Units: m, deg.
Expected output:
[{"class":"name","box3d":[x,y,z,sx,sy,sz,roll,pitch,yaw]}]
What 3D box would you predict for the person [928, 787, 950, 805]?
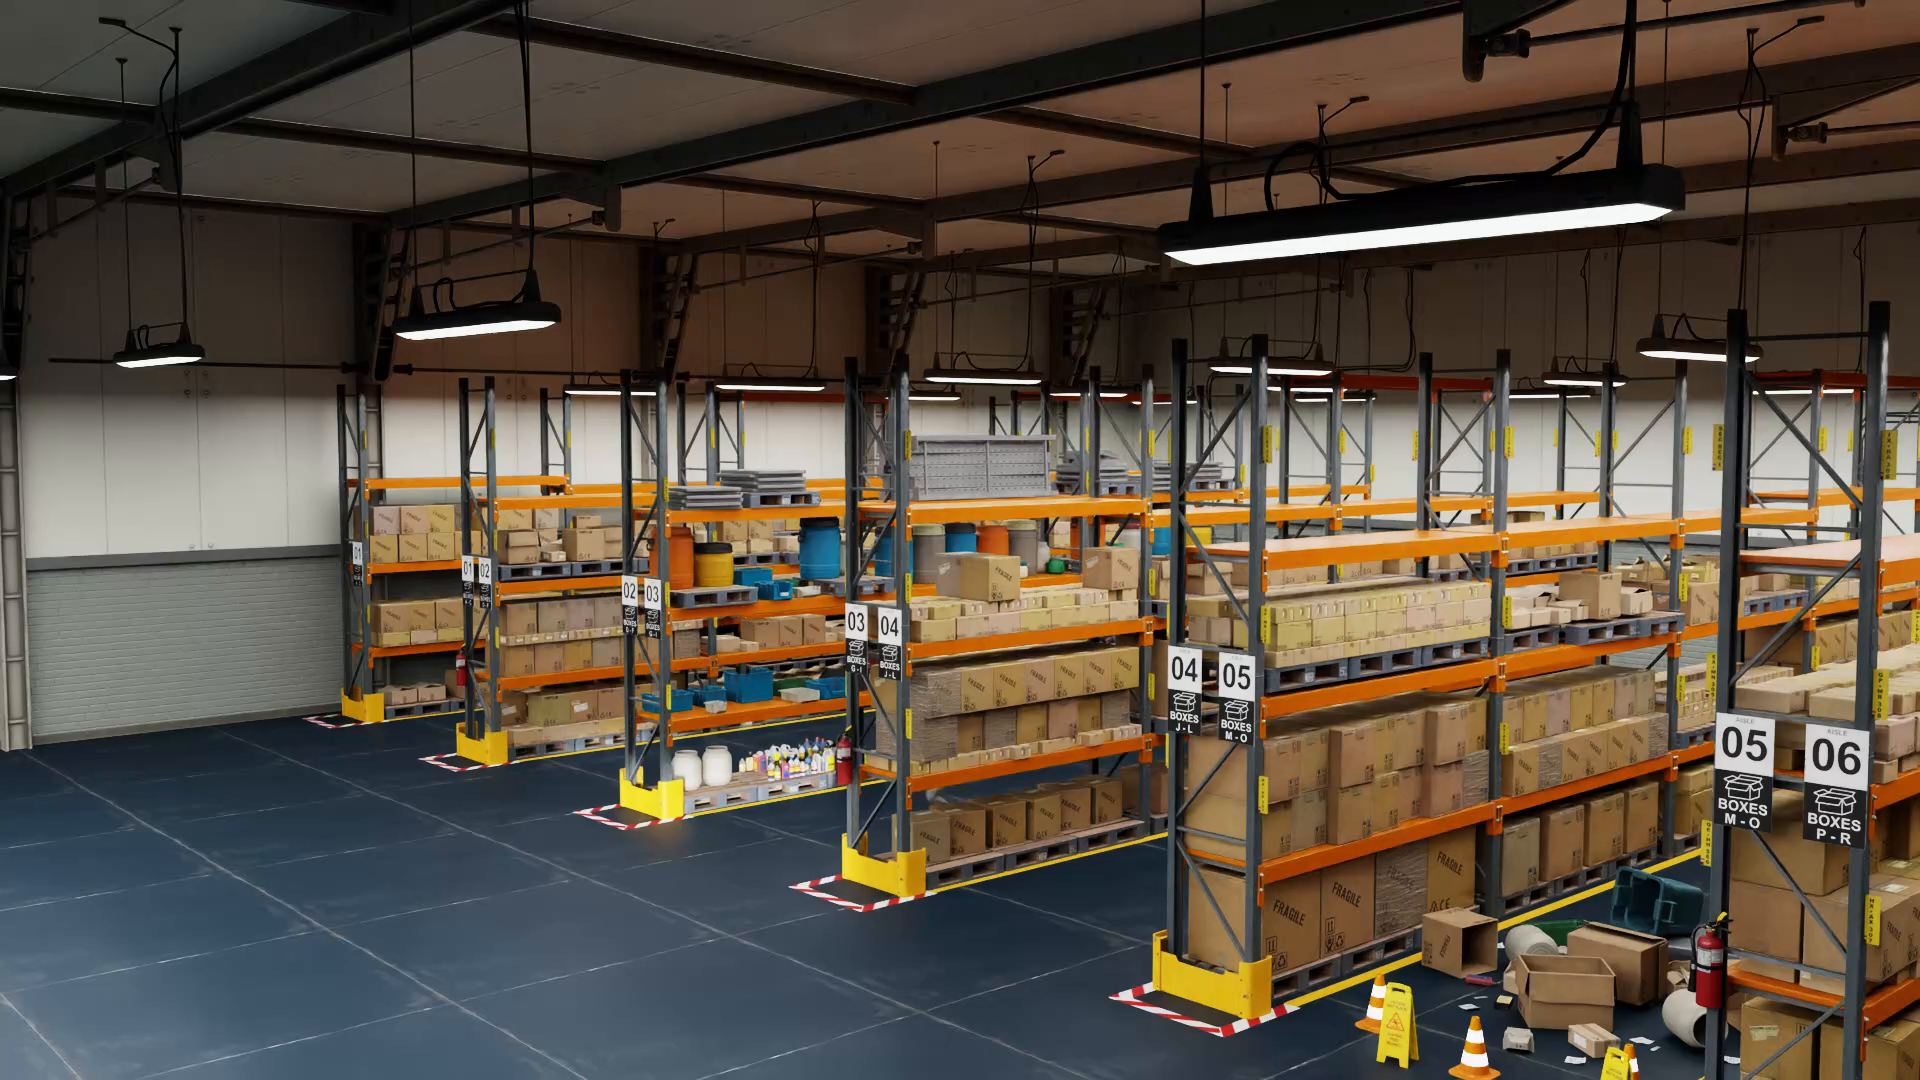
[{"class":"person","box3d":[-0.242,3.039,21.348,0.455,1.466,0.498,-2,4,-23]}]
